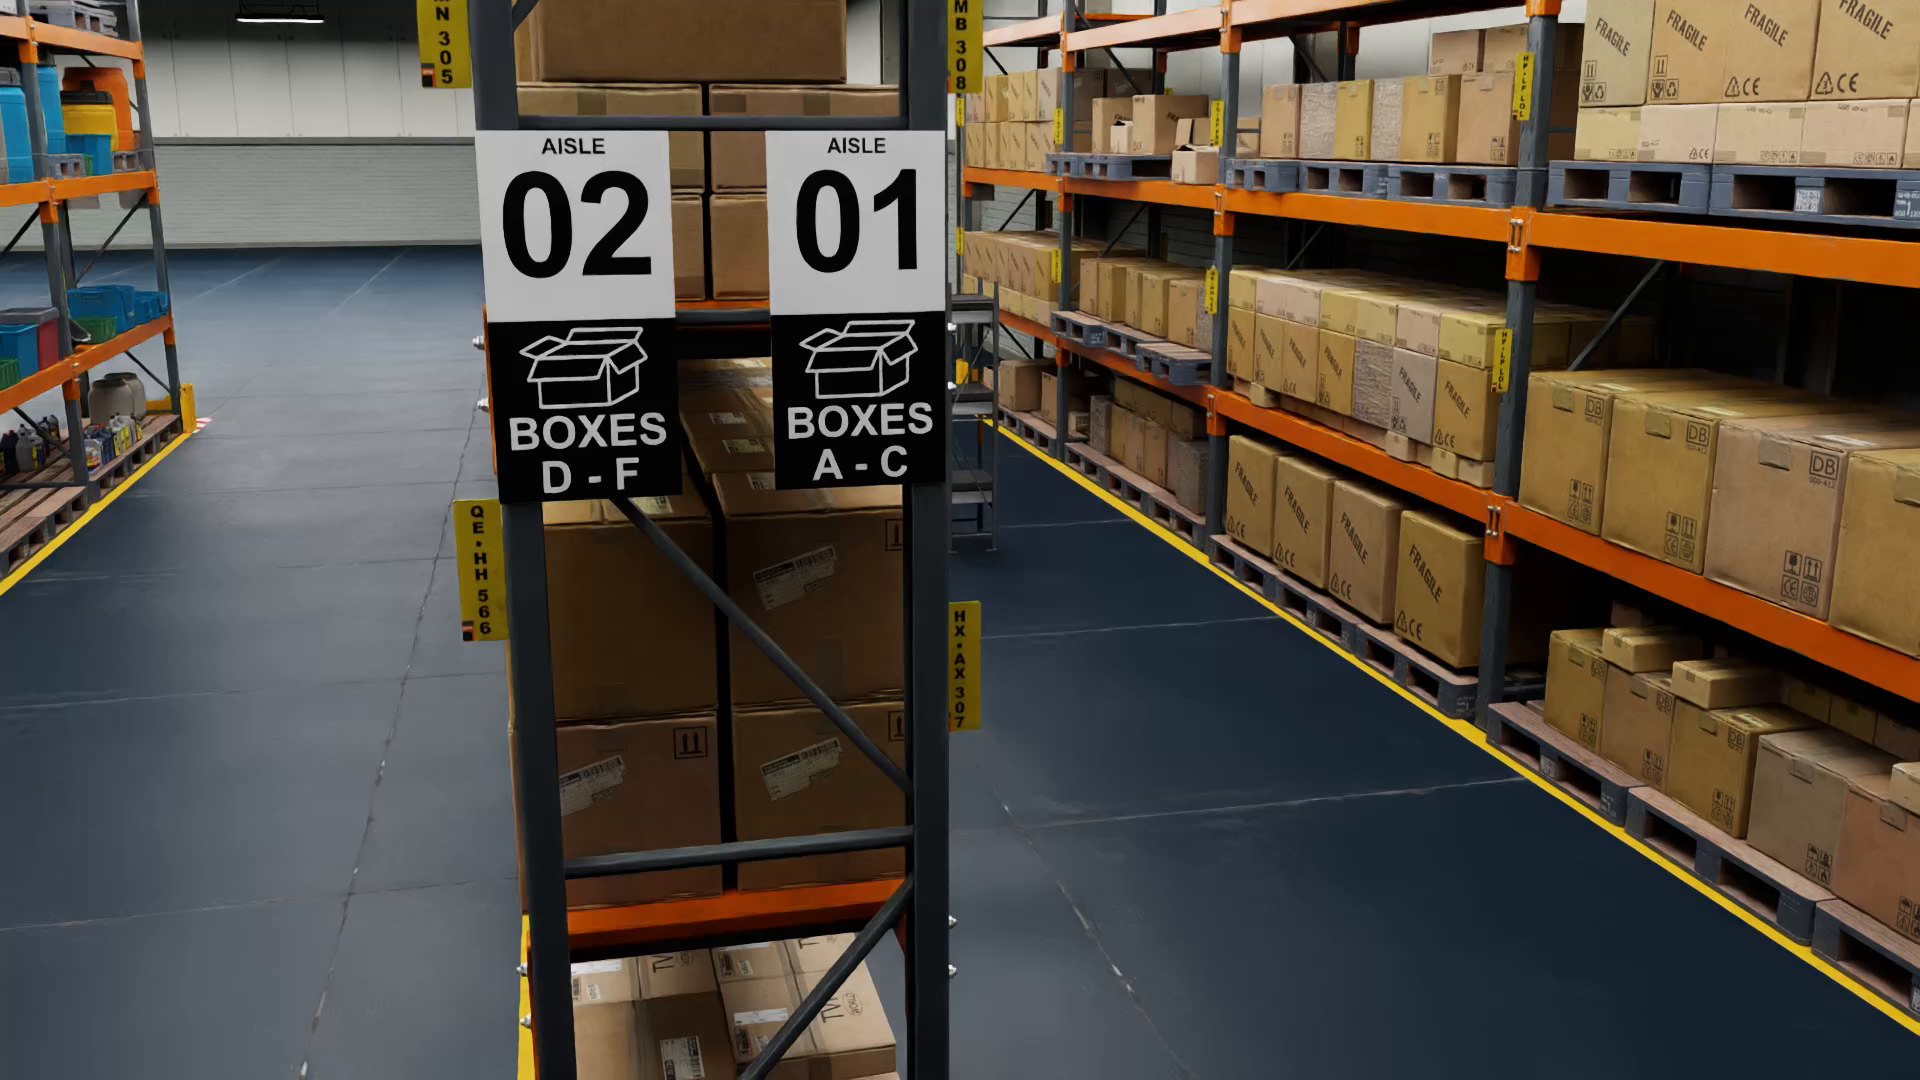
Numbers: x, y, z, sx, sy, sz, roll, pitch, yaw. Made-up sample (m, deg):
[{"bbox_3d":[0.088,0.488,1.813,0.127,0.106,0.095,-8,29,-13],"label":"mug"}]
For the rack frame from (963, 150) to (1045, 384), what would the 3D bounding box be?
[{"bbox_3d":[0.530,-3.210,20.245,1.000,3.000,0.127,-3,14,-13],"label":"rack frame"}]

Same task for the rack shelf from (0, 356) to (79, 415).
[{"bbox_3d":[-7.691,-0.924,12.404,1.077,0.370,4.000,-3,14,-13],"label":"rack shelf"}]

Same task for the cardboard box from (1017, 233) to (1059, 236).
[{"bbox_3d":[0.956,-3.297,19.297,0.500,0.500,0.500,-3,14,-12],"label":"cardboard box"}]

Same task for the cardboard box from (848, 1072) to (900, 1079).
[{"bbox_3d":[-0.349,1.748,4.997,0.380,0.166,0.250,-3,14,-13],"label":"cardboard box"}]

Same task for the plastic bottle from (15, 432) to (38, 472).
[{"bbox_3d":[-8.452,-0.802,15.045,0.144,0.351,0.185,-3,14,-13],"label":"plastic bottle"}]

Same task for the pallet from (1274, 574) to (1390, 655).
[{"bbox_3d":[2.804,0.457,11.110,1.003,0.211,1.213,-3,14,-13],"label":"pallet"}]

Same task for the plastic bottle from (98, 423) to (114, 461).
[{"bbox_3d":[-7.991,-0.915,15.505,0.144,0.351,0.185,-4,14,-16],"label":"plastic bottle"}]

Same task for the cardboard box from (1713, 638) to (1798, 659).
[{"bbox_3d":[3.772,0.570,7.790,0.380,0.149,0.250,-4,14,-15],"label":"cardboard box"}]

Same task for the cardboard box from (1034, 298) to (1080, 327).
[{"bbox_3d":[1.064,-2.316,16.861,0.500,0.250,0.500,-3,14,-13],"label":"cardboard box"}]

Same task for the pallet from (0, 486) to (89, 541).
[{"bbox_3d":[-7.938,-0.201,13.806,1.003,0.211,1.213,-3,14,-13],"label":"pallet"}]

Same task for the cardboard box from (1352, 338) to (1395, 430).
[{"bbox_3d":[2.756,-0.970,10.198,0.500,0.500,0.500,-3,14,-13],"label":"cardboard box"}]

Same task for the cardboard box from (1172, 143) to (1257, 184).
[{"bbox_3d":[1.977,-2.939,12.961,0.500,0.311,0.500,-3,14,-13],"label":"cardboard box"}]

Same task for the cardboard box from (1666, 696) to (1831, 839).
[{"bbox_3d":[3.658,0.982,7.471,0.700,0.500,0.500,-3,14,-12],"label":"cardboard box"}]

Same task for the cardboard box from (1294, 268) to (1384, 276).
[{"bbox_3d":[2.768,-1.841,12.183,0.500,0.250,0.500,-3,14,-12],"label":"cardboard box"}]

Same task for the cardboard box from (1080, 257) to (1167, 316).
[{"bbox_3d":[1.556,-2.430,15.915,0.700,0.500,0.500,-3,14,-13],"label":"cardboard box"}]

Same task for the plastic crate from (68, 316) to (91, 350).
[{"bbox_3d":[-8.160,-1.832,14.738,0.767,0.338,0.504,-3,14,-13],"label":"plastic crate"}]

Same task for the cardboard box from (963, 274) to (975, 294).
[{"bbox_3d":[0.336,-3.016,19.727,0.500,0.250,0.500,-4,14,-15],"label":"cardboard box"}]

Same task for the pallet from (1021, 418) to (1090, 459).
[{"bbox_3d":[1.277,-1.085,17.425,1.003,0.211,1.213,-3,14,-13],"label":"pallet"}]

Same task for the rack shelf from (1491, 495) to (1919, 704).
[{"bbox_3d":[3.818,0.369,7.110,1.077,0.370,4.000,-3,14,-13],"label":"rack shelf"}]

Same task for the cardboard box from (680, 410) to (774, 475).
[{"bbox_3d":[-0.617,-0.129,5.317,0.500,0.500,0.500,-3,14,-12],"label":"cardboard box"}]

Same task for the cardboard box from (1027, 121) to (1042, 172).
[{"bbox_3d":[1.004,-4.022,16.998,0.500,0.500,0.500,-5,14,-18],"label":"cardboard box"}]

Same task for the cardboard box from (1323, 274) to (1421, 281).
[{"bbox_3d":[2.886,-1.721,11.693,0.500,0.250,0.500,-4,14,-15],"label":"cardboard box"}]

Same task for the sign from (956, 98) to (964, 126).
[{"bbox_3d":[0.003,-5.061,19.661,0.100,0.325,0.005,-3,14,-13],"label":"sign"}]

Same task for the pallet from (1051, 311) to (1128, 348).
[{"bbox_3d":[1.508,-2.009,15.736,1.003,0.211,1.213,-3,14,-13],"label":"pallet"}]

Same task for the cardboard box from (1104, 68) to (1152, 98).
[{"bbox_3d":[1.632,-4.417,16.507,0.500,0.500,0.500,-3,14,-12],"label":"cardboard box"}]

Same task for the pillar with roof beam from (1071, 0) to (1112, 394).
[{"bbox_3d":[-2.649,-5.771,18.087,9.100,9.000,0.400,-3,14,-13],"label":"pillar with roof beam"}]

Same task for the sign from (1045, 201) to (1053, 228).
[{"bbox_3d":[1.074,-3.952,20.177,0.100,0.325,0.005,-3,14,-13],"label":"sign"}]

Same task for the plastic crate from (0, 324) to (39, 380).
[{"bbox_3d":[-7.599,-1.490,13.239,0.392,0.384,0.575,-3,14,-13],"label":"plastic crate"}]

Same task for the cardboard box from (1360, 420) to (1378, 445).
[{"bbox_3d":[2.738,-0.687,10.405,0.380,0.149,0.250,-4,14,-15],"label":"cardboard box"}]

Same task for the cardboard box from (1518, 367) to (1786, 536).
[{"bbox_3d":[3.460,-0.461,8.362,0.980,0.700,0.700,-3,14,-12],"label":"cardboard box"}]

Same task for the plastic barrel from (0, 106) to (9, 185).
[{"bbox_3d":[-7.676,-3.179,12.744,0.600,0.901,0.600,0,14,0],"label":"plastic barrel"}]

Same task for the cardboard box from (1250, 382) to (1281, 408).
[{"bbox_3d":[2.292,-1.038,11.844,0.380,0.149,0.250,-3,14,-11],"label":"cardboard box"}]

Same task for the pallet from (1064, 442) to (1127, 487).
[{"bbox_3d":[1.654,-0.753,16.064,1.003,0.211,1.213,-3,14,-13],"label":"pallet"}]

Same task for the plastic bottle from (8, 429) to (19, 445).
[{"bbox_3d":[-8.637,-0.838,15.193,0.144,0.351,0.185,-4,14,-16],"label":"plastic bottle"}]

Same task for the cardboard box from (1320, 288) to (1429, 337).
[{"bbox_3d":[2.639,-1.456,10.605,0.500,0.250,0.500,-4,14,-14],"label":"cardboard box"}]

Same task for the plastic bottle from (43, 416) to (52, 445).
[{"bbox_3d":[-8.941,-1.063,16.254,0.061,0.283,0.133,-3,14,-12],"label":"plastic bottle"}]

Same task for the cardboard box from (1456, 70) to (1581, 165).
[{"bbox_3d":[3.249,-2.370,9.349,0.700,0.500,0.500,-4,14,-16],"label":"cardboard box"}]

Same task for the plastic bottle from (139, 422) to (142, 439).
[{"bbox_3d":[-8.242,-1.113,16.630,0.097,0.201,0.097,0,14,0],"label":"plastic bottle"}]

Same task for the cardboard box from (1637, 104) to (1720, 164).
[{"bbox_3d":[3.360,-1.786,7.317,0.500,0.250,0.500,-4,14,-14],"label":"cardboard box"}]

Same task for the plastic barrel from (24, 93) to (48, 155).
[{"bbox_3d":[-8.071,-3.561,14.240,0.421,0.512,0.421,0,14,0],"label":"plastic barrel"}]

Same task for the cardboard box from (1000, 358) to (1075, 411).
[{"bbox_3d":[0.863,-1.741,18.573,0.700,0.500,0.500,-4,14,-17],"label":"cardboard box"}]

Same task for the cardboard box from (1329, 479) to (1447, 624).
[{"bbox_3d":[2.858,0.051,10.542,0.750,0.750,0.750,-3,14,-11],"label":"cardboard box"}]

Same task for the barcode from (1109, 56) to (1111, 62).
[{"bbox_3d":[1.561,-5.012,17.297,0.001,0.075,0.075,-3,14,-13],"label":"barcode"}]

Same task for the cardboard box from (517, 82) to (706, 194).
[{"bbox_3d":[-0.895,-0.973,4.032,0.500,0.250,0.500,-3,14,-13],"label":"cardboard box"}]

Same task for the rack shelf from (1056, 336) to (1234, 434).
[{"bbox_3d":[1.939,-1.476,14.664,1.077,0.370,4.000,-3,14,-13],"label":"rack shelf"}]

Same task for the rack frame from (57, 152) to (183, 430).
[{"bbox_3d":[-9.100,-2.658,17.984,1.000,3.000,0.127,-3,14,-13],"label":"rack frame"}]

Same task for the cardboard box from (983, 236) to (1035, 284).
[{"bbox_3d":[0.572,-3.150,18.693,0.500,0.500,0.500,-4,14,-15],"label":"cardboard box"}]

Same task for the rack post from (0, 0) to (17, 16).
[{"bbox_3d":[-7.614,-4.297,11.632,1.013,1.000,3.121,-3,14,-13],"label":"rack post"}]

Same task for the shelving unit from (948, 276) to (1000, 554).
[{"bbox_3d":[0.039,-0.982,13.022,0.431,2.100,0.503,-3,14,-13],"label":"shelving unit"}]

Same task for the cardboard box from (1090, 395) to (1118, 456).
[{"bbox_3d":[1.659,-1.118,16.021,0.700,0.500,0.500,-3,14,-11],"label":"cardboard box"}]

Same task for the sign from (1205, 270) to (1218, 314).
[{"bbox_3d":[1.884,-1.856,12.430,0.100,0.325,0.005,-3,14,-13],"label":"sign"}]
